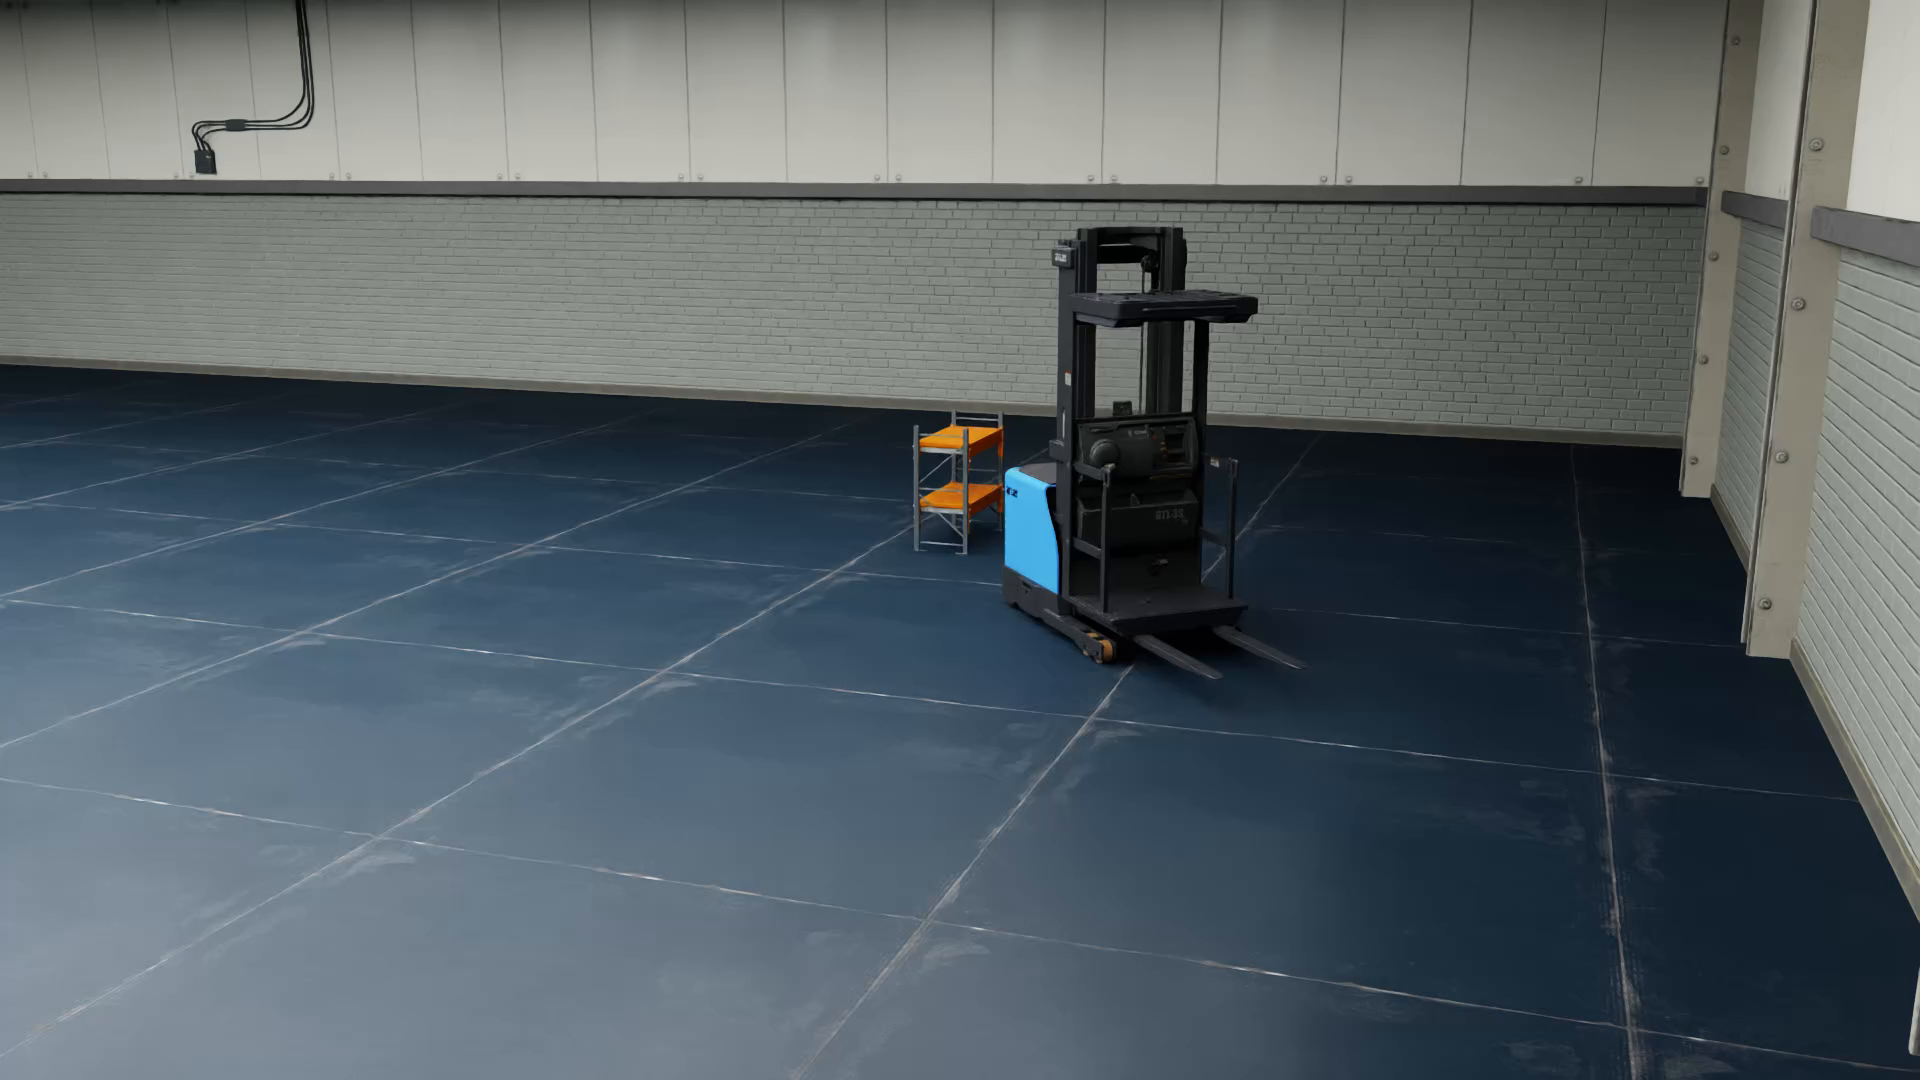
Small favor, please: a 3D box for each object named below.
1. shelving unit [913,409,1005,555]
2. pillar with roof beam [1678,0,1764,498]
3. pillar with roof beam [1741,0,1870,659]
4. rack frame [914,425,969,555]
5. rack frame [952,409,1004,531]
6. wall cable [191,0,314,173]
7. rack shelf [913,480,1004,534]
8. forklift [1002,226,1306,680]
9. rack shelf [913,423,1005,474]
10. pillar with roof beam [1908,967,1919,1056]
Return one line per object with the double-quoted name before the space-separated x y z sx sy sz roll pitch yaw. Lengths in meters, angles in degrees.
"shelving unit" -0.002 -0.547 15.119 0.538 1.125 1.048 4 14 18
"pillar with roof beam" 3.612 -5.180 17.721 9.100 9.000 0.400 4 14 18
"pillar with roof beam" 1.670 -3.916 12.186 9.100 9.000 0.400 4 14 18
"rack frame" -0.167 -0.440 14.650 0.500 1.125 0.032 4 14 18
"rack frame" 0.162 -0.654 15.588 0.500 1.125 0.032 4 14 18
"wall cable" -10.939 -8.634 25.212 2.305 6.003 0.169 4 14 18
"rack shelf" -0.002 -0.309 15.173 0.538 0.278 1.000 4 14 18
"forklift" 1.351 -0.679 11.638 1.130 2.935 3.031 -5 14 -21
"rack shelf" -0.002 -0.832 15.053 0.538 0.278 1.000 4 14 18
"pillar with roof beam" -0.271 -2.653 6.651 9.100 9.000 0.400 4 14 18
